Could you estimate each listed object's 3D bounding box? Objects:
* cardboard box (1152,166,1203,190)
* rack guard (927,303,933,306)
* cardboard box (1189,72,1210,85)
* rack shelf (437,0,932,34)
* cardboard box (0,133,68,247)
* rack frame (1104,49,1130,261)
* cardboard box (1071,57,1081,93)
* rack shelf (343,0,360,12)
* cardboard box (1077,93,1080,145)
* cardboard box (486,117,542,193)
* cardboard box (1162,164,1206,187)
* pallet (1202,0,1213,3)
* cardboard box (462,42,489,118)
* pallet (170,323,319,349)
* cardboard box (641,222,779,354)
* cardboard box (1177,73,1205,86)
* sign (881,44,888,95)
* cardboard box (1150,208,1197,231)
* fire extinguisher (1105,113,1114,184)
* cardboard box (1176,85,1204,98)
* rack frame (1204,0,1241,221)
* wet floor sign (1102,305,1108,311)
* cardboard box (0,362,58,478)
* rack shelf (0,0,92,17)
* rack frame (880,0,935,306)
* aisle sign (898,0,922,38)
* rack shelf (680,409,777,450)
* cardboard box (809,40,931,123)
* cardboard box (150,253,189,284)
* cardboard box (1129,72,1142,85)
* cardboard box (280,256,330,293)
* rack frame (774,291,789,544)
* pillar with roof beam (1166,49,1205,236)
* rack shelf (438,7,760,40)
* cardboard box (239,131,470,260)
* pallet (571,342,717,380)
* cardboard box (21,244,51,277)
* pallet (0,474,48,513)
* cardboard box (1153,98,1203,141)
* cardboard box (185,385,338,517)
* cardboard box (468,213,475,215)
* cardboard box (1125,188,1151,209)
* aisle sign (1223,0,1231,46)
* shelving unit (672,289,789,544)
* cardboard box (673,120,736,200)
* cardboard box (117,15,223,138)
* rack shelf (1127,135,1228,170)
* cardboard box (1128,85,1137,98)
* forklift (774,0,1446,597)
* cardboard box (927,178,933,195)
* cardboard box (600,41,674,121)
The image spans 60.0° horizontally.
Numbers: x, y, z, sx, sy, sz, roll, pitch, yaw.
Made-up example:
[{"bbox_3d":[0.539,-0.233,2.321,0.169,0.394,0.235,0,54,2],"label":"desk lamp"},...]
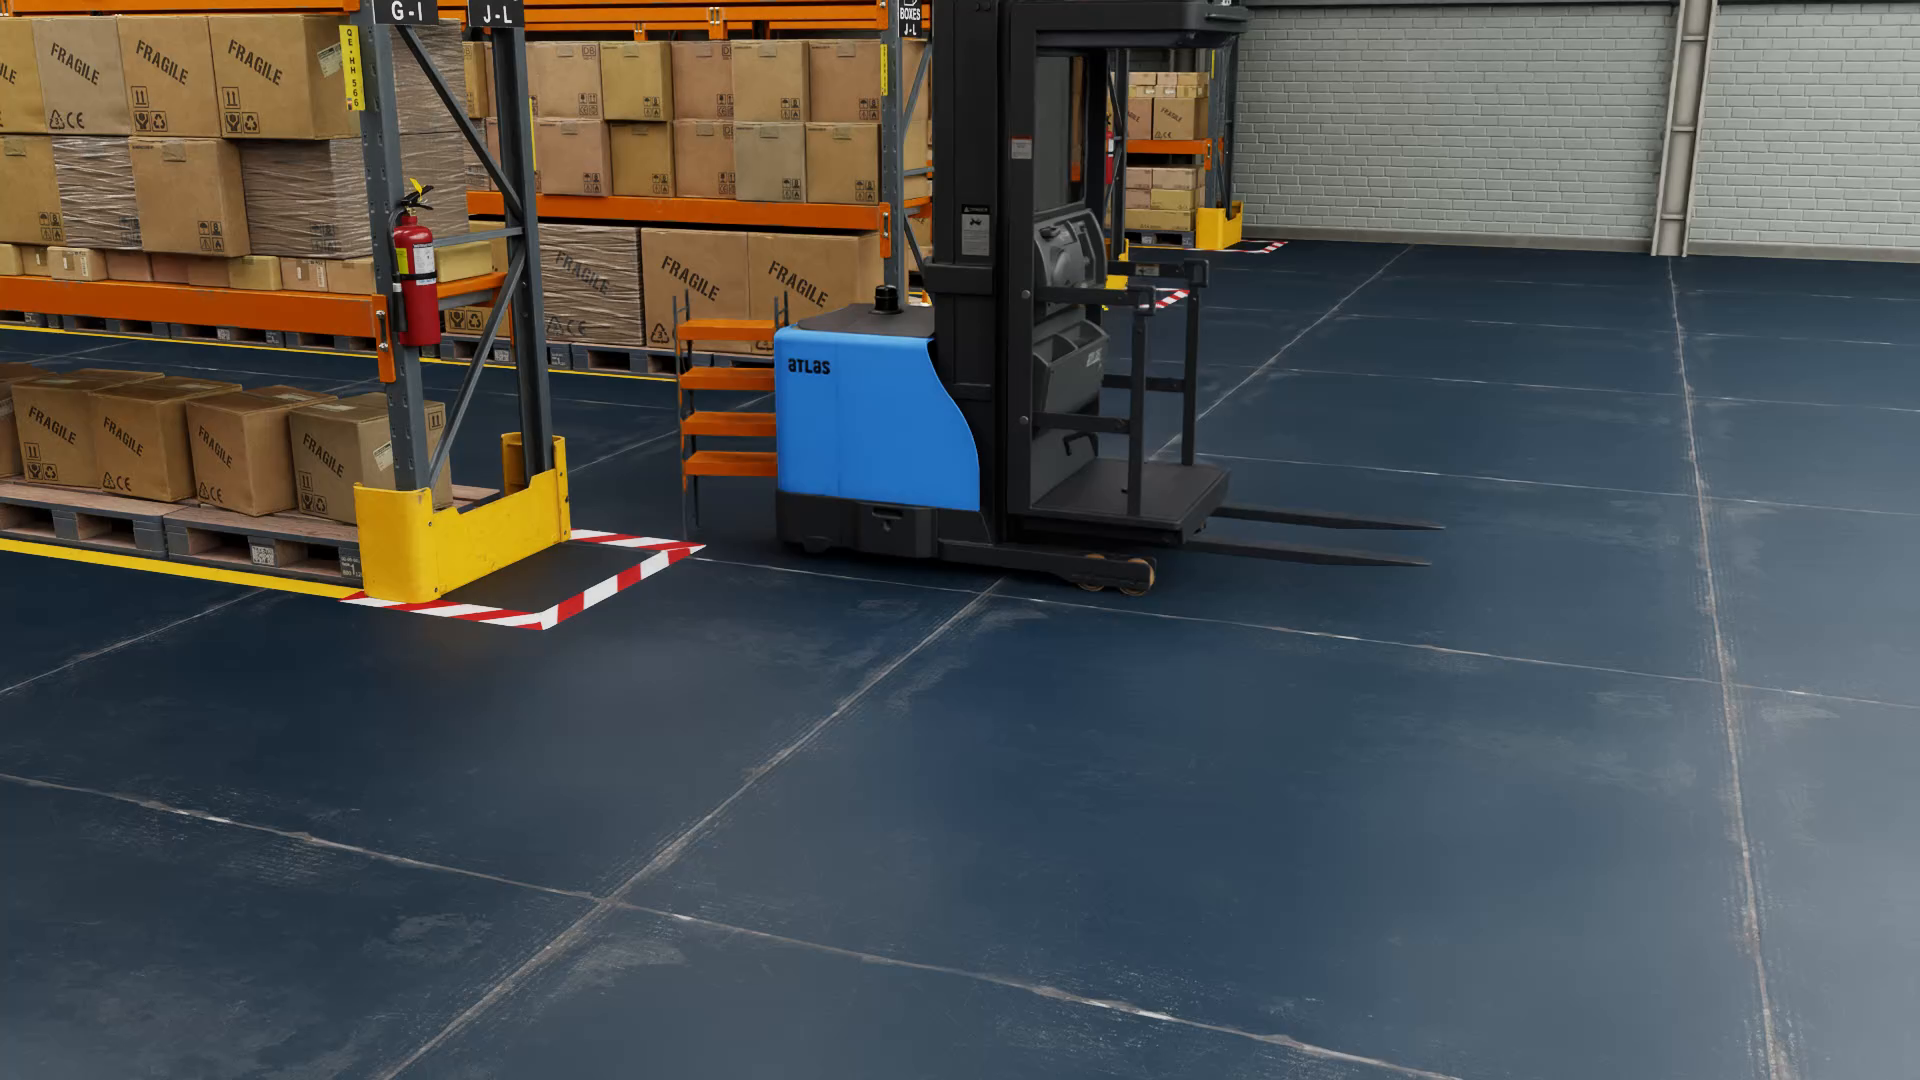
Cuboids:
[{"bbox_3d":[2.706,-4.505,20.696,0.500,0.250,0.500,7,18,22],"label":"cardboard box"},{"bbox_3d":[-0.269,-1.392,12.073,0.348,0.500,1.175,6,17,21],"label":"rack guard"},{"bbox_3d":[3.015,-5.769,20.790,0.250,0.149,0.380,6,17,20],"label":"cardboard box"},{"bbox_3d":[-2.151,-3.895,12.120,4.000,0.370,1.077,6,17,21],"label":"rack shelf"},{"bbox_3d":[-4.126,-1.710,7.971,0.500,0.500,0.875,6,17,21],"label":"cardboard box"},{"bbox_3d":[1.431,-3.889,16.191,0.127,3.000,1.000,6,17,21],"label":"rack frame"},{"bbox_3d":[0.876,-4.556,15.981,0.500,0.500,0.700,6,17,19],"label":"cardboard box"},{"bbox_3d":[-4.065,-2.619,7.725,4.000,0.370,1.077,6,17,21],"label":"rack shelf"},{"bbox_3d":[1.092,-4.201,16.550,0.500,0.500,0.500,6,17,20],"label":"cardboard box"},{"bbox_3d":[-3.144,-2.991,12.829,0.550,0.550,0.875,6,17,21],"label":"cardboard box"},{"bbox_3d":[2.871,-4.637,21.151,0.500,0.250,0.500,6,17,20],"label":"cardboard box"},{"bbox_3d":[2.601,-6.654,20.493,1.213,0.211,1.003,6,17,21],"label":"pallet"},{"bbox_3d":[-3.681,-3.548,12.811,0.550,0.550,0.875,6,17,21],"label":"cardboard box"},{"bbox_3d":[-5.896,-1.849,14.164,1.213,0.211,1.003,6,17,21],"label":"pallet"},{"bbox_3d":[-1.765,-1.918,12.459,0.875,0.875,0.875,6,17,20],"label":"cardboard box"},{"bbox_3d":[2.839,-5.662,20.419,0.250,0.149,0.380,6,17,21],"label":"cardboard box"},{"bbox_3d":[-0.503,-3.126,11.059,0.005,0.325,0.100,6,17,21],"label":"sign"},{"bbox_3d":[2.696,-4.025,20.835,0.500,0.250,0.500,6,17,21],"label":"cardboard box"},{"bbox_3d":[1.369,-3.721,15.750,0.183,0.674,0.296,6,17,21],"label":"fire extinguisher"},{"bbox_3d":[2.824,-5.500,20.394,0.250,0.149,0.380,7,17,21],"label":"cardboard box"},{"bbox_3d":[3.249,-5.177,20.627,0.127,3.000,1.000,6,17,21],"label":"rack frame"},{"bbox_3d":[1.215,-2.462,15.496,0.232,0.644,0.267,14,21,40],"label":"wet floor sign"},{"bbox_3d":[-5.033,-0.622,8.665,0.500,0.500,0.500,13,21,38],"label":"cardboard box"},{"bbox_3d":[-9.593,-4.713,14.939,4.000,0.370,1.077,6,17,21],"label":"rack shelf"},{"bbox_3d":[-0.291,-2.595,11.733,0.127,3.000,1.000,6,17,21],"label":"rack frame"},{"bbox_3d":[-0.335,-3.759,11.078,0.004,0.787,0.394,6,17,21],"label":"aisle sign"},{"bbox_3d":[-1.092,-0.534,8.102,0.480,0.148,0.258,2,16,6],"label":"rack shelf"},{"bbox_3d":[-0.622,-3.234,11.727,0.550,0.550,0.875,6,17,21],"label":"cardboard box"},{"bbox_3d":[-3.474,-1.278,7.647,0.250,0.149,0.380,6,17,21],"label":"cardboard box"},{"bbox_3d":[2.140,-5.743,20.700,0.250,0.149,0.380,6,17,21],"label":"cardboard box"},{"bbox_3d":[-2.778,-1.200,7.377,0.250,0.149,0.380,6,17,21],"label":"cardboard box"},{"bbox_3d":[-0.849,-0.591,8.057,0.015,1.200,0.240,2,16,6],"label":"rack frame"},{"bbox_3d":[1.353,-7.247,16.995,0.400,9.000,9.100,6,17,21],"label":"pillar with roof beam"},{"bbox_3d":[-4.150,-5.598,17.987,4.000,0.370,1.077,6,17,21],"label":"rack shelf"},{"bbox_3d":[-2.706,-1.574,7.501,0.500,0.500,0.875,6,17,21],"label":"cardboard box"},{"bbox_3d":[-2.194,-1.443,12.765,1.213,0.211,1.003,6,17,21],"label":"pallet"},{"bbox_3d":[-4.187,-1.344,7.874,0.250,0.149,0.380,6,17,21],"label":"cardboard box"},{"bbox_3d":[-5.288,-0.330,8.931,1.213,0.211,1.003,6,17,21],"label":"pallet"},{"bbox_3d":[2.695,-5.207,20.552,0.500,0.500,0.500,6,17,19],"label":"cardboard box"},{"bbox_3d":[-3.348,-0.441,8.043,0.500,0.500,0.500,12,20,35],"label":"cardboard box"},{"bbox_3d":[-5.489,-3.587,19.110,0.625,0.372,0.950,5,17,17],"label":"cardboard box"},{"bbox_3d":[2.219,-4.321,20.960,0.500,0.250,0.500,6,17,20],"label":"cardboard box"},{"bbox_3d":[3.202,-6.343,19.979,0.004,0.787,0.394,6,17,21],"label":"aisle sign"},{"bbox_3d":[-1.092,-0.599,8.083,0.503,1.200,0.258,2,16,6],"label":"shelving unit"},{"bbox_3d":[-1.647,-2.834,12.286,0.550,0.550,0.875,6,17,21],"label":"cardboard box"},{"bbox_3d":[-3.274,-2.032,7.287,0.500,0.500,0.500,6,17,21],"label":"cardboard box"},{"bbox_3d":[1.389,-5.036,21.432,4.000,0.370,1.077,6,17,21],"label":"rack shelf"},{"bbox_3d":[2.130,-5.589,20.701,0.250,0.149,0.380,6,17,20],"label":"cardboard box"},{"bbox_3d":[0.691,-1.326,7.484,3.031,2.935,1.130,6,17,20],"label":"forklift"},{"bbox_3d":[-0.253,-3.531,16.625,0.250,0.149,0.380,7,18,23],"label":"cardboard box"},{"bbox_3d":[-2.179,-3.379,12.228,0.500,0.550,0.875,6,17,21],"label":"cardboard box"}]
